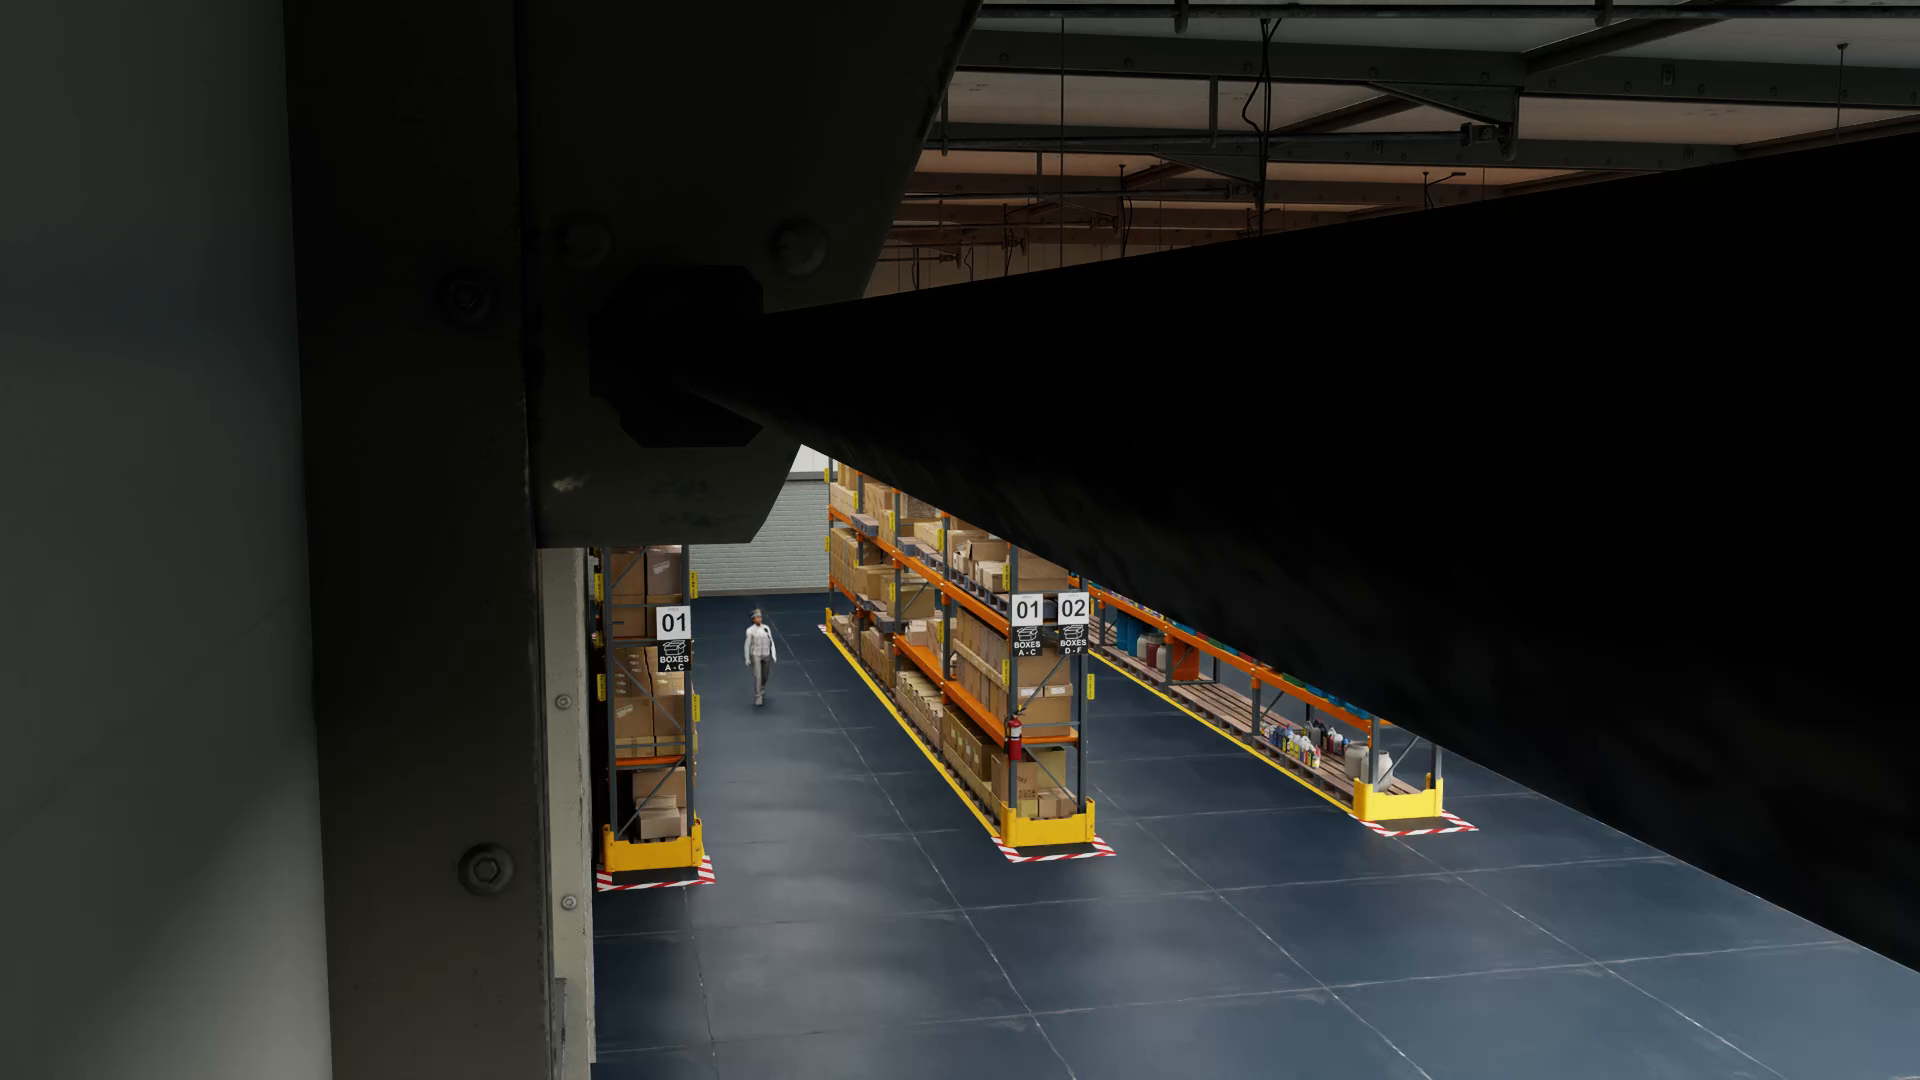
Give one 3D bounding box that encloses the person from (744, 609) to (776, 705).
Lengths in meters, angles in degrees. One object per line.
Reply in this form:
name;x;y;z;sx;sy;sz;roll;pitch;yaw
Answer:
person;-3.540;2.030;29.366;0.536;1.639;0.975;-2;7;-18
